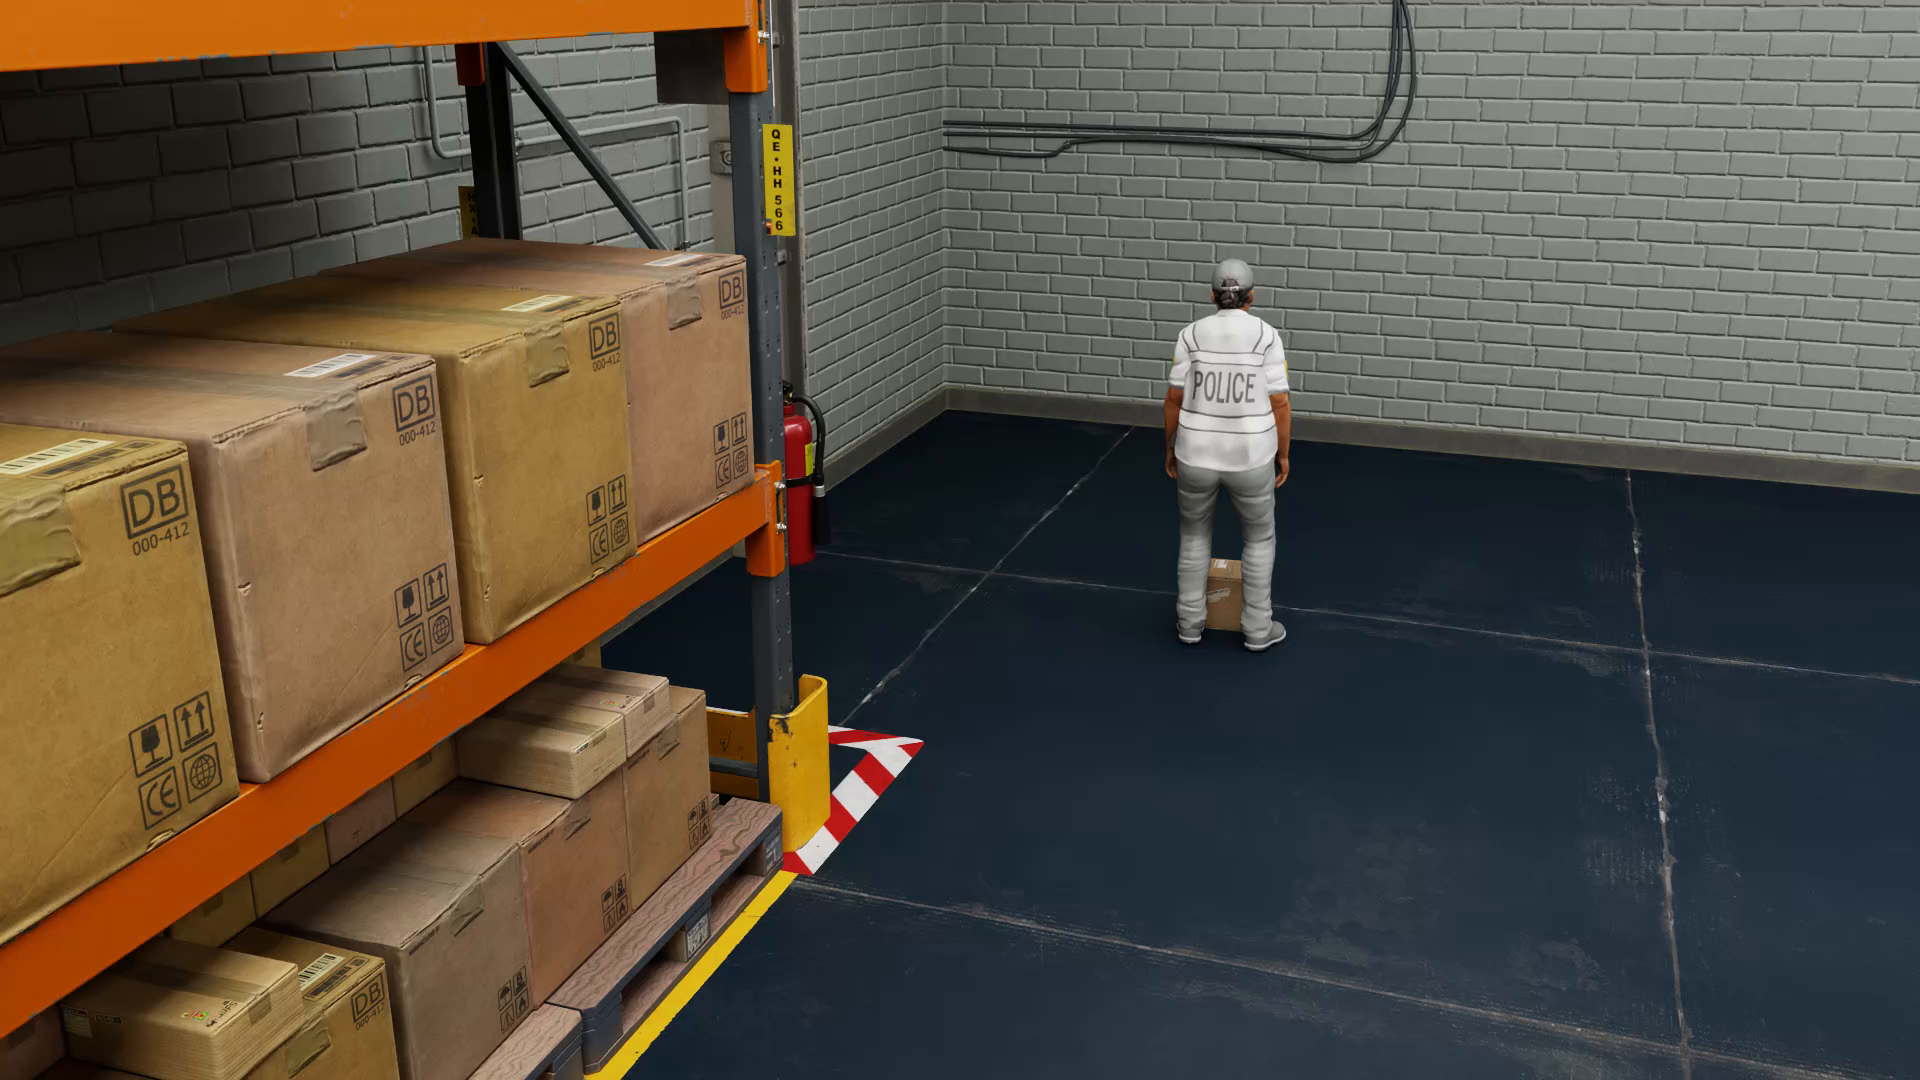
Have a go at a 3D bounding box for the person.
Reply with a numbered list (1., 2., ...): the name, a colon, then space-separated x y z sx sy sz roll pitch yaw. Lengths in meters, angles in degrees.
1. person: 1.150 -0.356 7.097 0.560 1.667 0.466 6 20 16
